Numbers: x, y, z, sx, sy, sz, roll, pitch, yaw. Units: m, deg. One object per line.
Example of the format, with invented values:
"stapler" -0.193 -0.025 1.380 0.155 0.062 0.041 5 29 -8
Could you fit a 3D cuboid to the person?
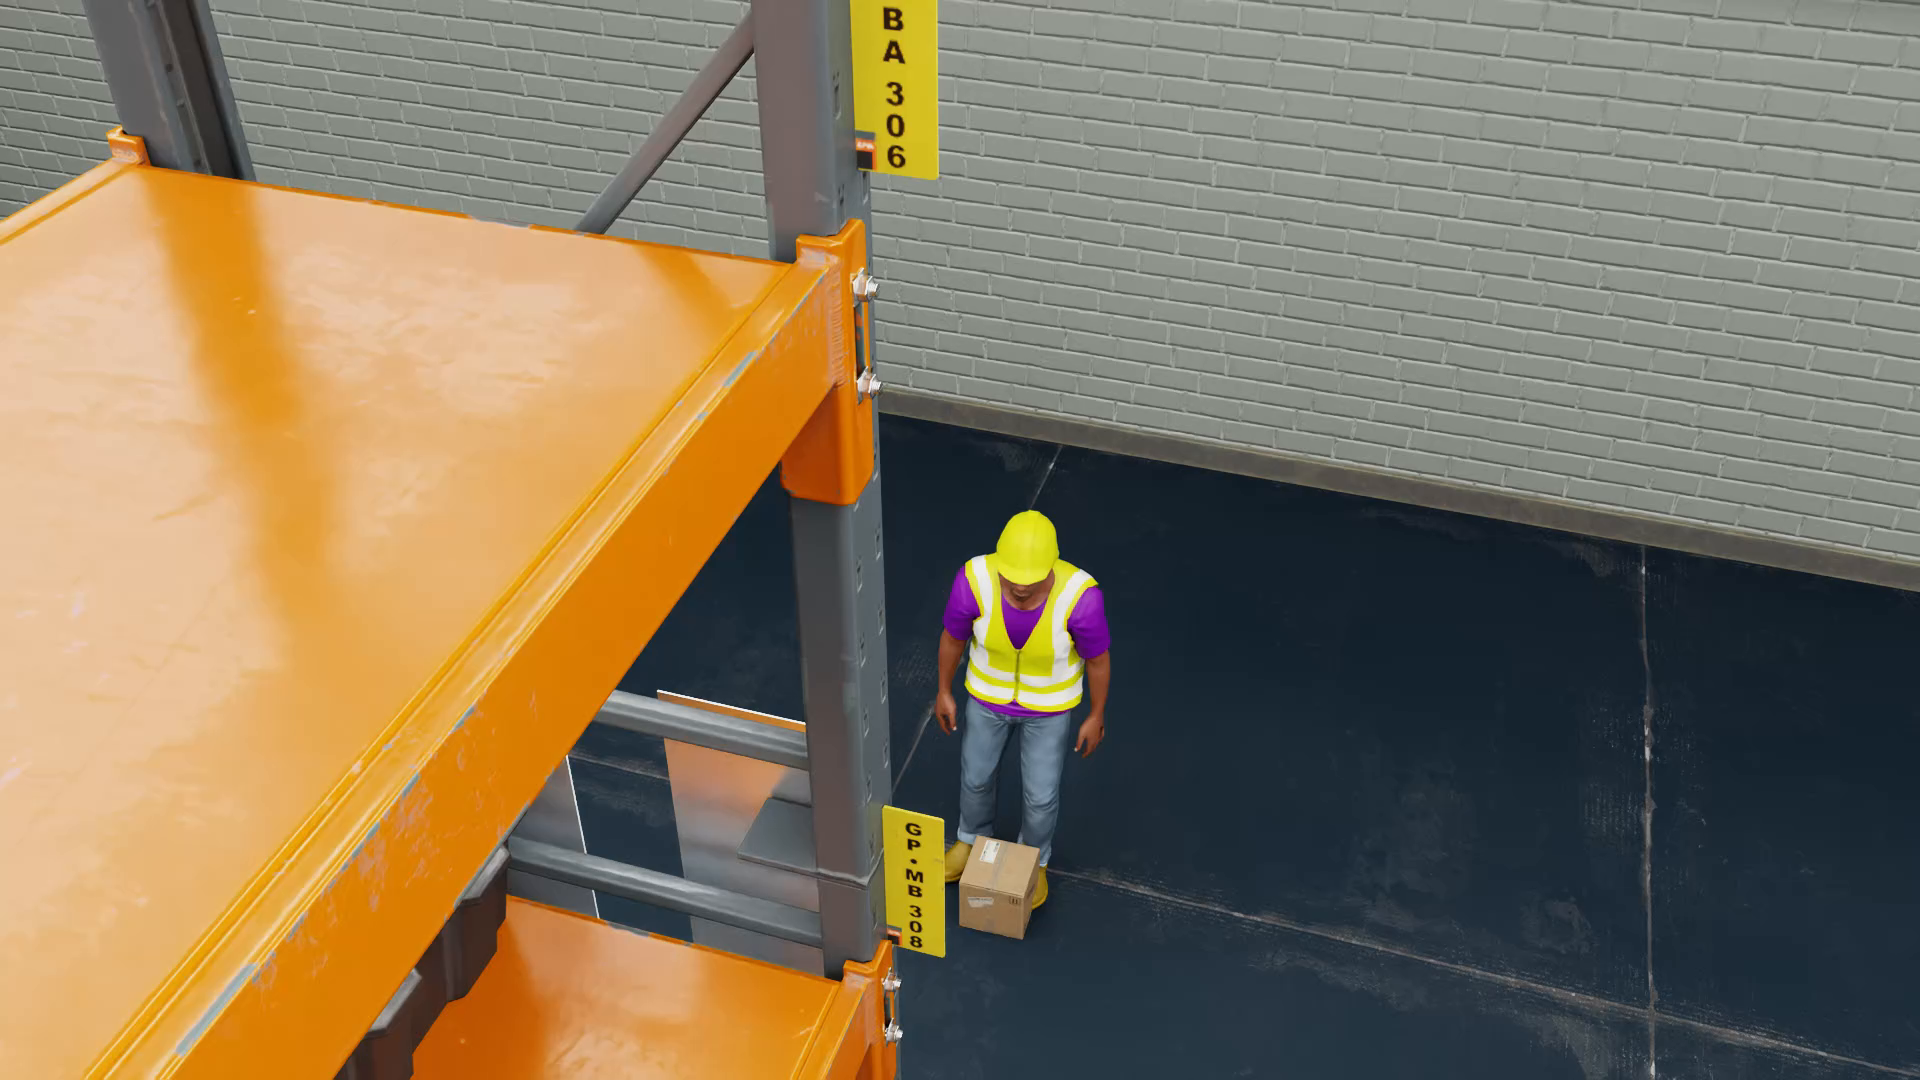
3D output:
"person" 0.220 0.596 6.080 0.635 1.760 0.456 9 38 11
